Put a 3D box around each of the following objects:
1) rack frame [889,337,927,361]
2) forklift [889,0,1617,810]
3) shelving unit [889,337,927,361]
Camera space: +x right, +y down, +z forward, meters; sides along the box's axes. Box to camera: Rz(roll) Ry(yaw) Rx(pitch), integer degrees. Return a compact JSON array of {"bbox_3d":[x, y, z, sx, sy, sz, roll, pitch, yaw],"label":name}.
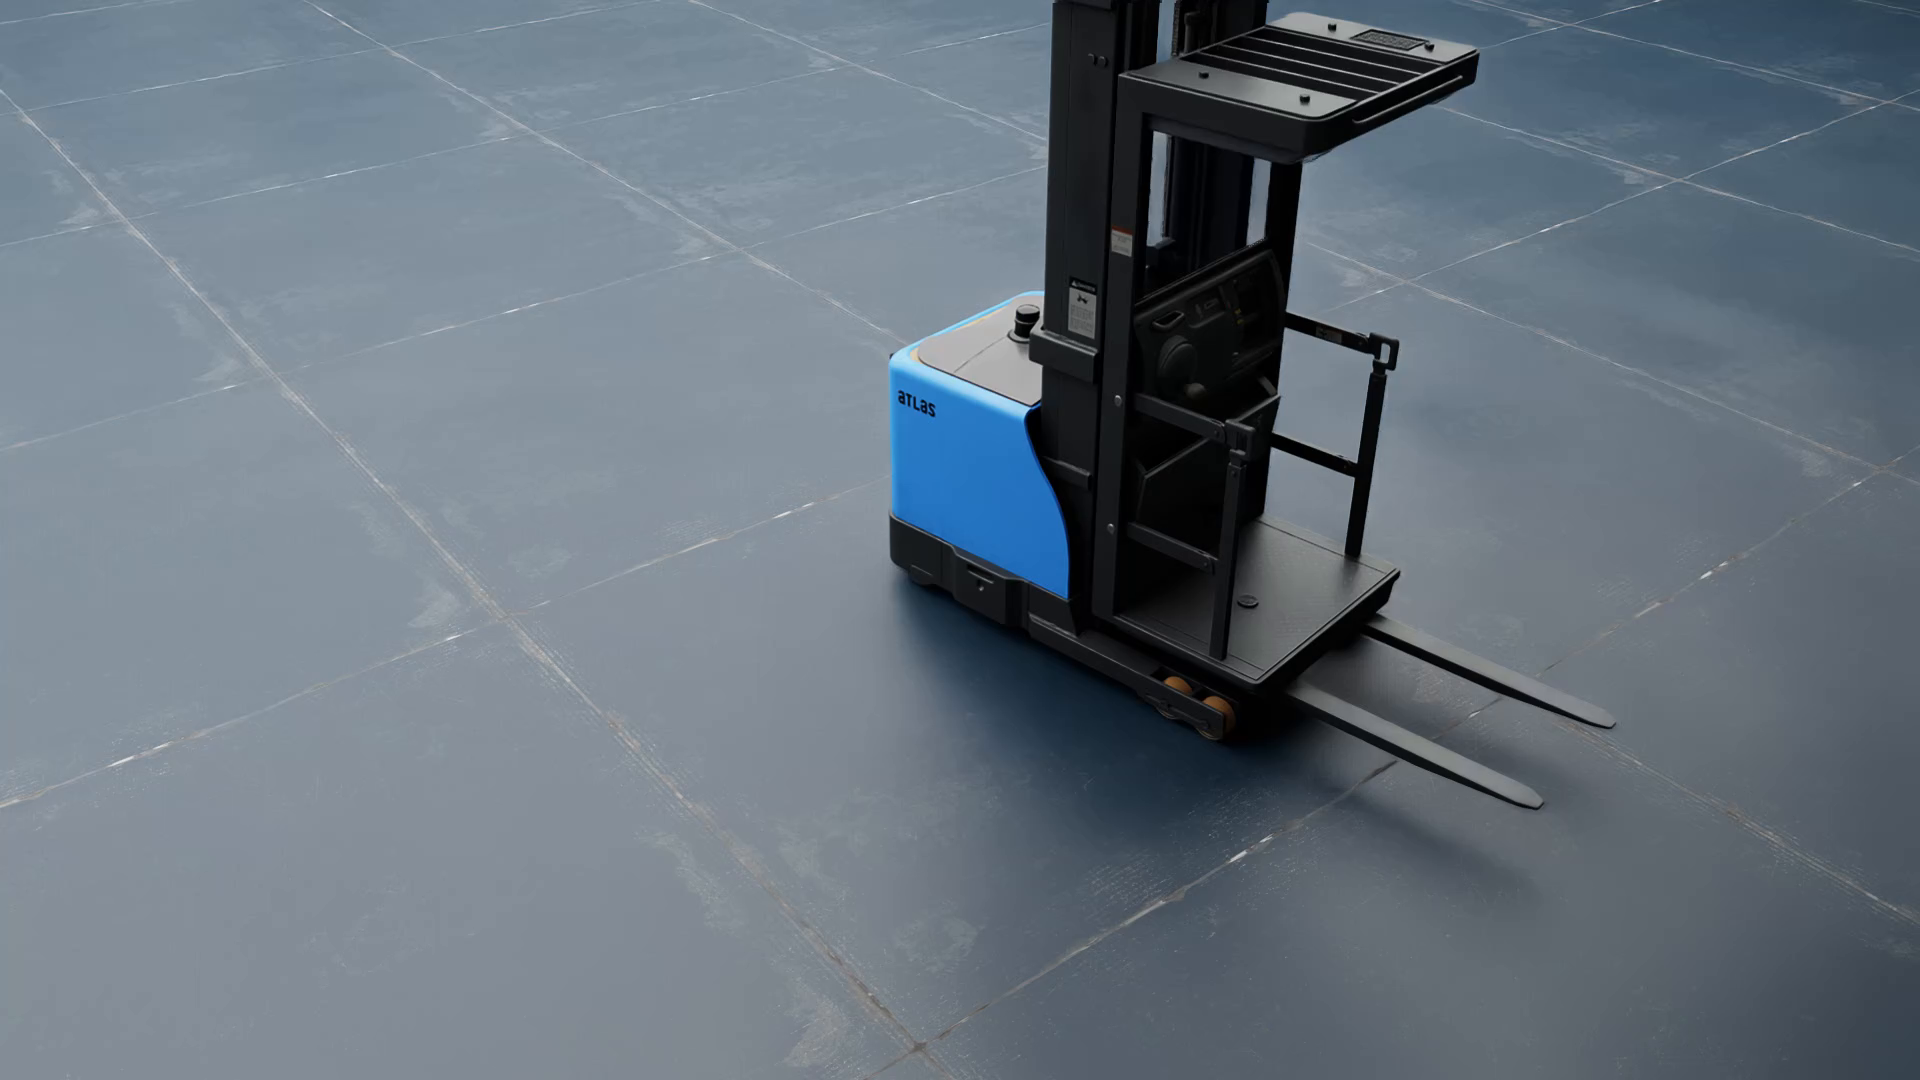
[{"bbox_3d":[-0.232,-0.486,7.680,0.006,0.900,0.240,25,40,35],"label":"rack frame"},{"bbox_3d":[1.117,-0.779,6.227,3.031,2.935,1.130,25,40,35],"label":"forklift"},{"bbox_3d":[-0.156,-0.450,7.622,0.210,0.900,0.258,25,40,35],"label":"shelving unit"}]
